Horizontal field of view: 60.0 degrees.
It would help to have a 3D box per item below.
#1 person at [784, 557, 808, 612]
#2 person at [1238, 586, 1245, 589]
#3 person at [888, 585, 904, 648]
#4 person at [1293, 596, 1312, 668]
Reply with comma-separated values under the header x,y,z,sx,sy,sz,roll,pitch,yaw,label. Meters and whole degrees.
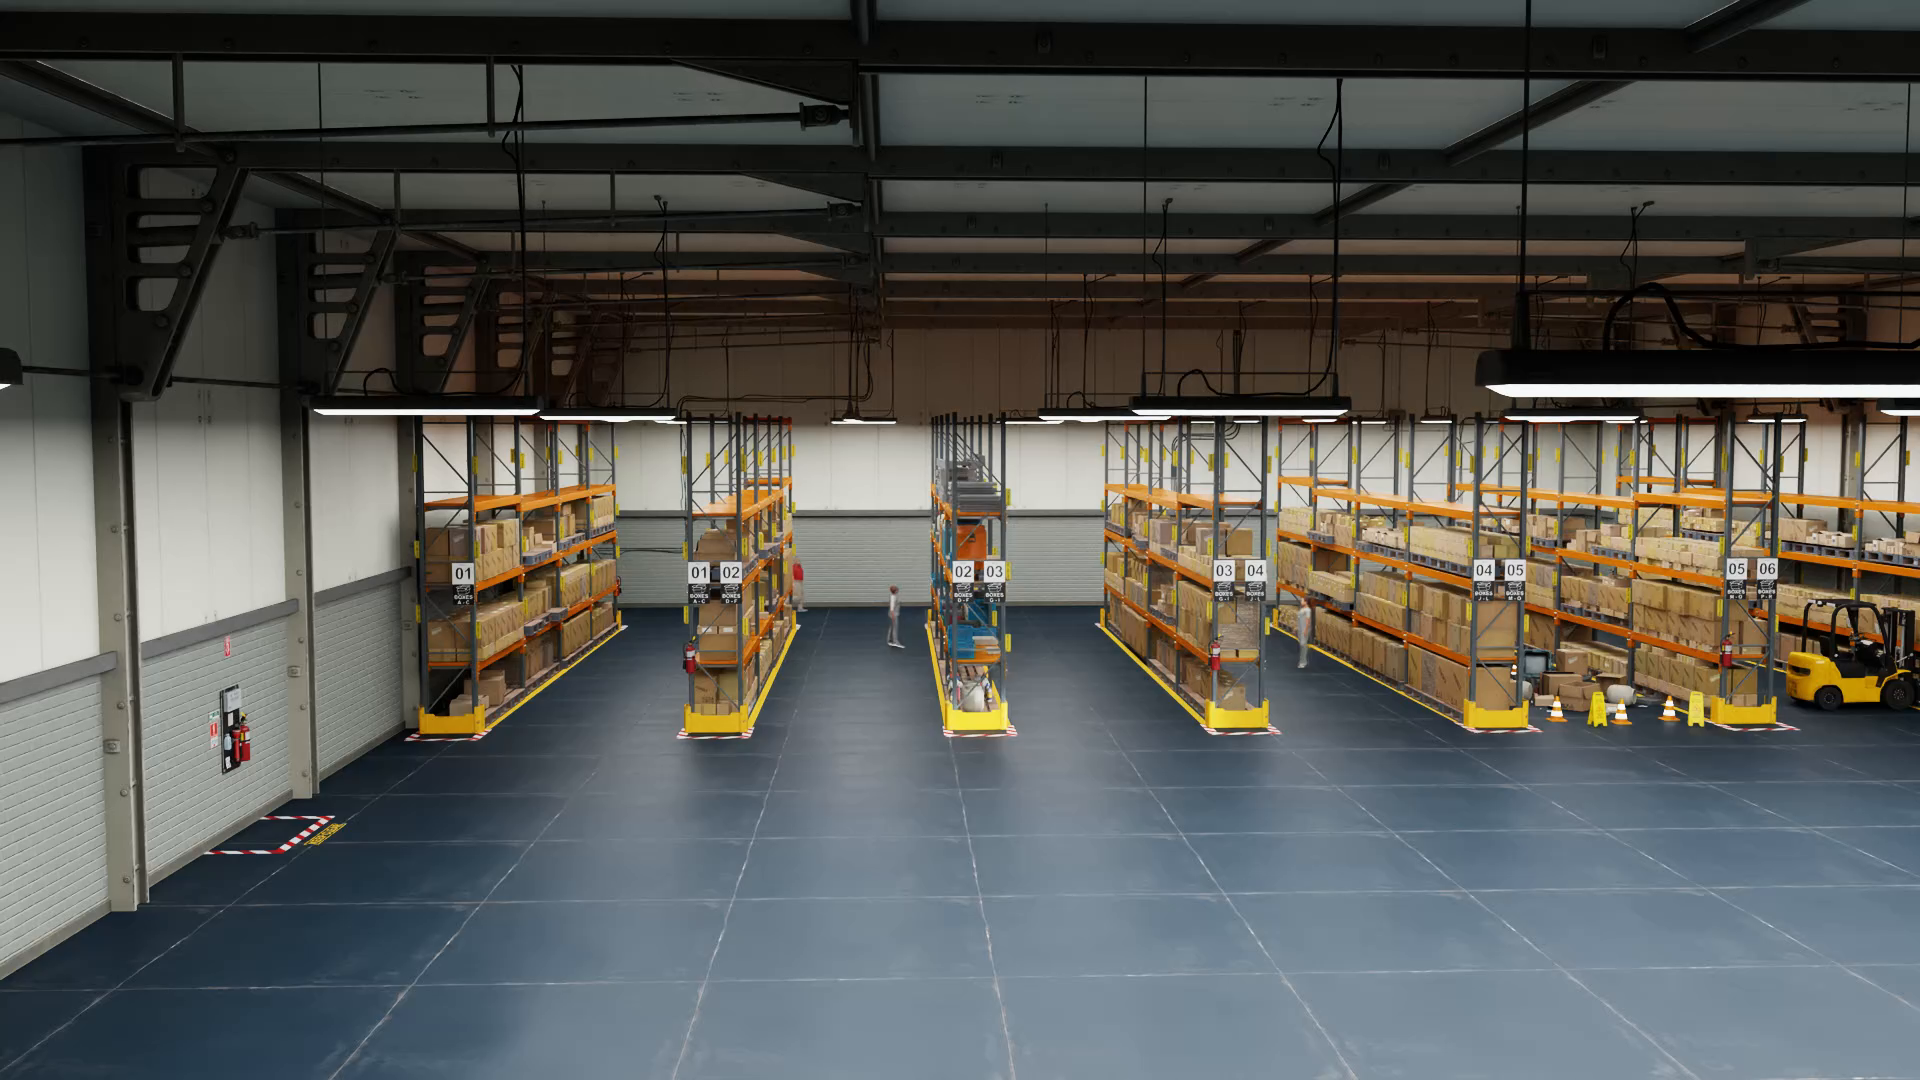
x,y,z,sx,sy,sz,roll,pitch,yaw,label
-5.054,1.373,51.240,0.704,1.704,0.571,0,4,-1,person
8.279,1.600,48.580,0.875,1.619,0.587,-1,4,-17,person
-1.655,1.980,43.290,0.470,1.616,0.437,1,4,9,person
8.186,2.202,39.815,0.501,1.712,0.470,-2,4,-28,person
